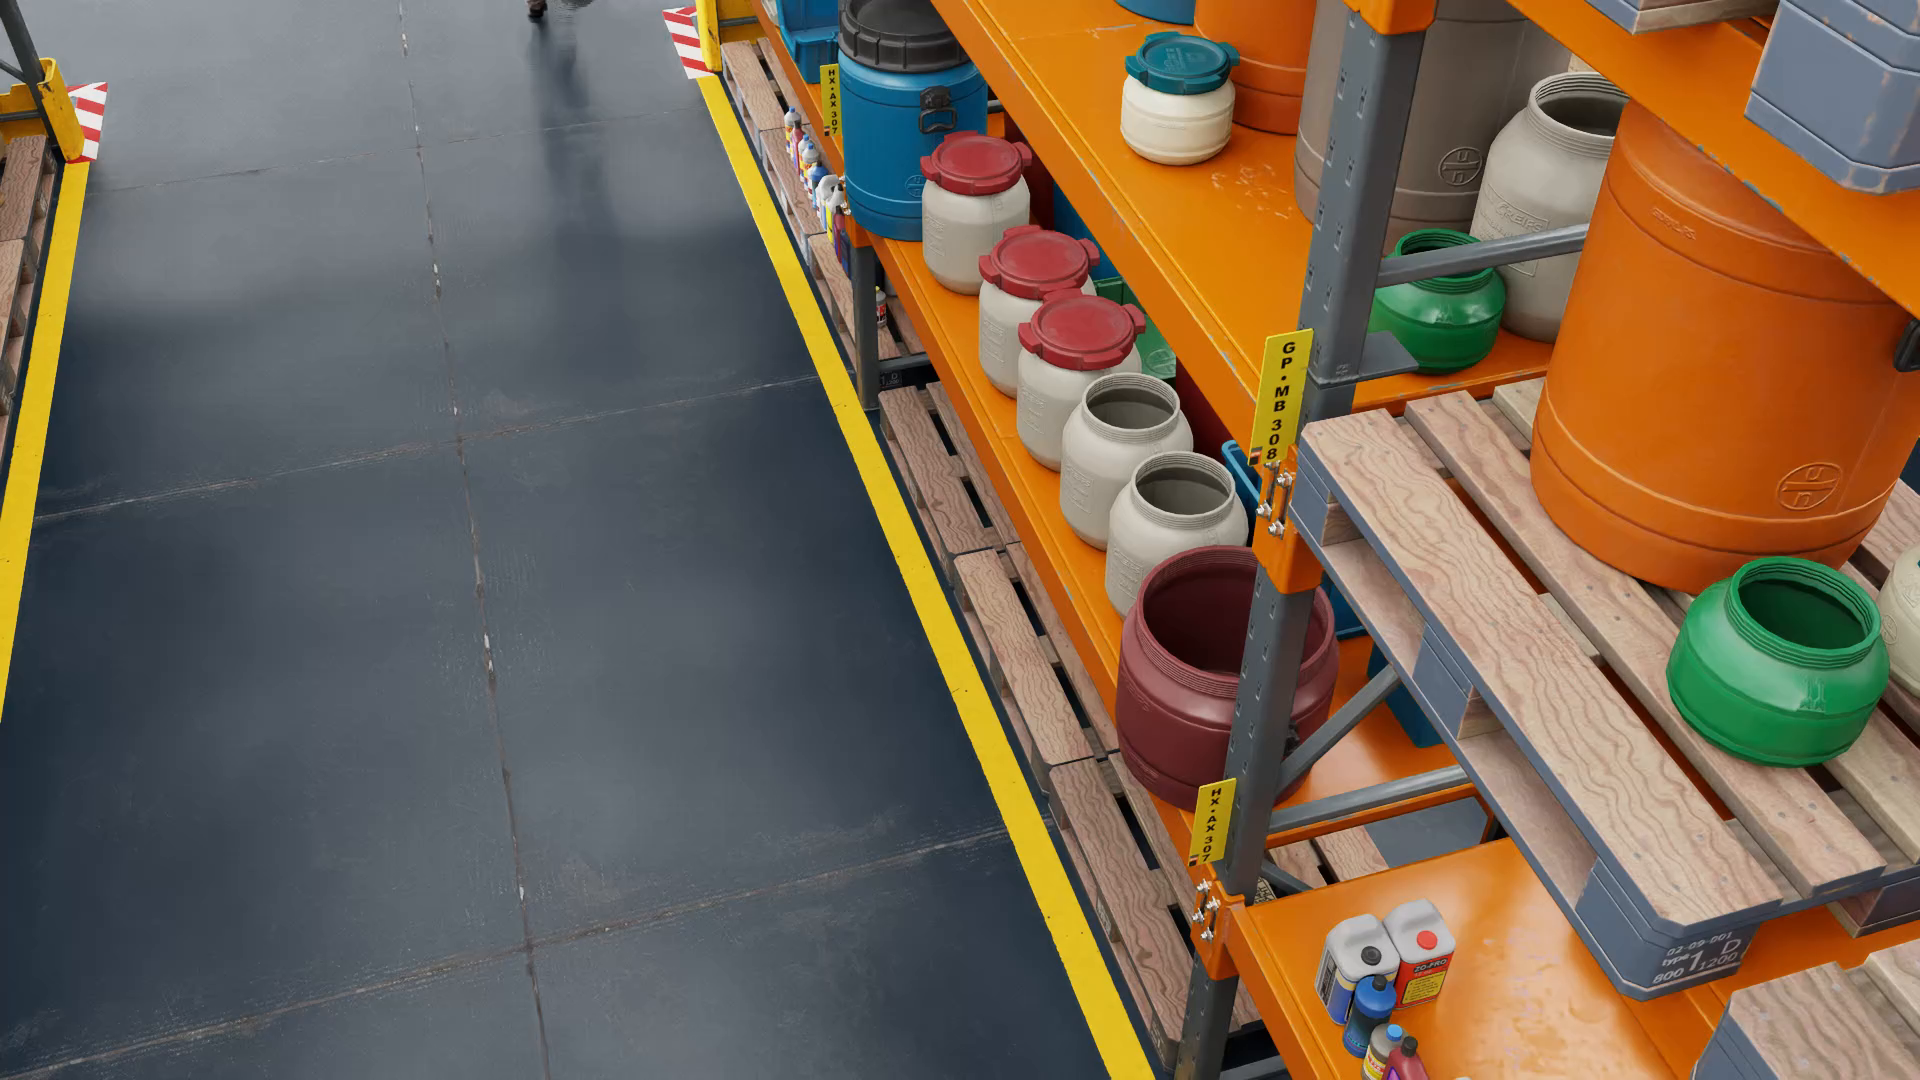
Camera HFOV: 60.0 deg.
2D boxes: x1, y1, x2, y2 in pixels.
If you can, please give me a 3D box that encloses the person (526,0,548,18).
[{"bbox_3d":[-2.655,-4.420,11.093,0.616,1.665,0.960,11,43,12],"label":"person"}]
